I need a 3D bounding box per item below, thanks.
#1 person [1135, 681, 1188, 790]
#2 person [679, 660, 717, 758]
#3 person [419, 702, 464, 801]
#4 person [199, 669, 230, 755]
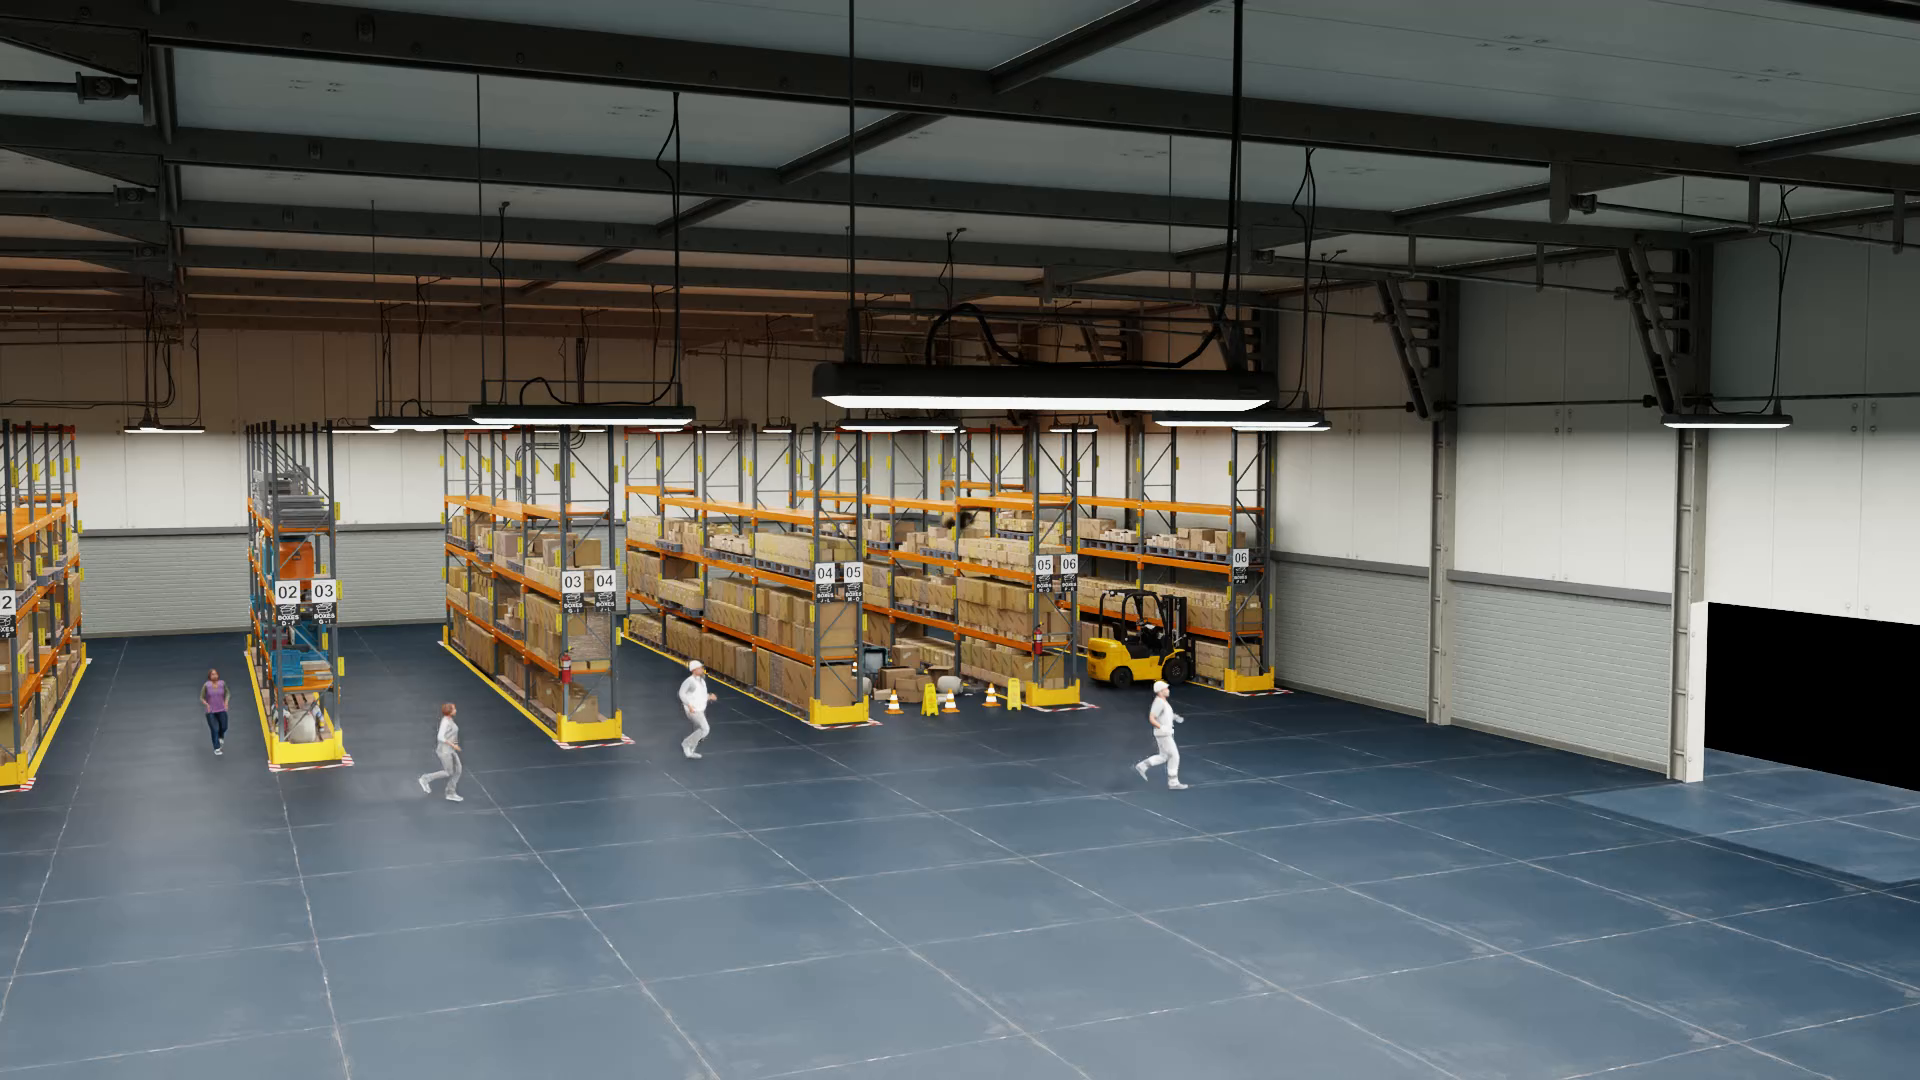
[{"bbox_3d":[3.260,3.159,26.938,0.868,1.760,0.669,1,4,9],"label":"person"},{"bbox_3d":[-4.626,3.004,29.543,0.581,1.739,0.645,1,4,13],"label":"person"},{"bbox_3d":[-8.123,3.323,26.077,0.688,1.565,0.524,0,4,-5],"label":"person"},{"bbox_3d":[-13.352,3.080,29.832,0.512,1.550,0.530,-2,4,-32],"label":"person"}]
